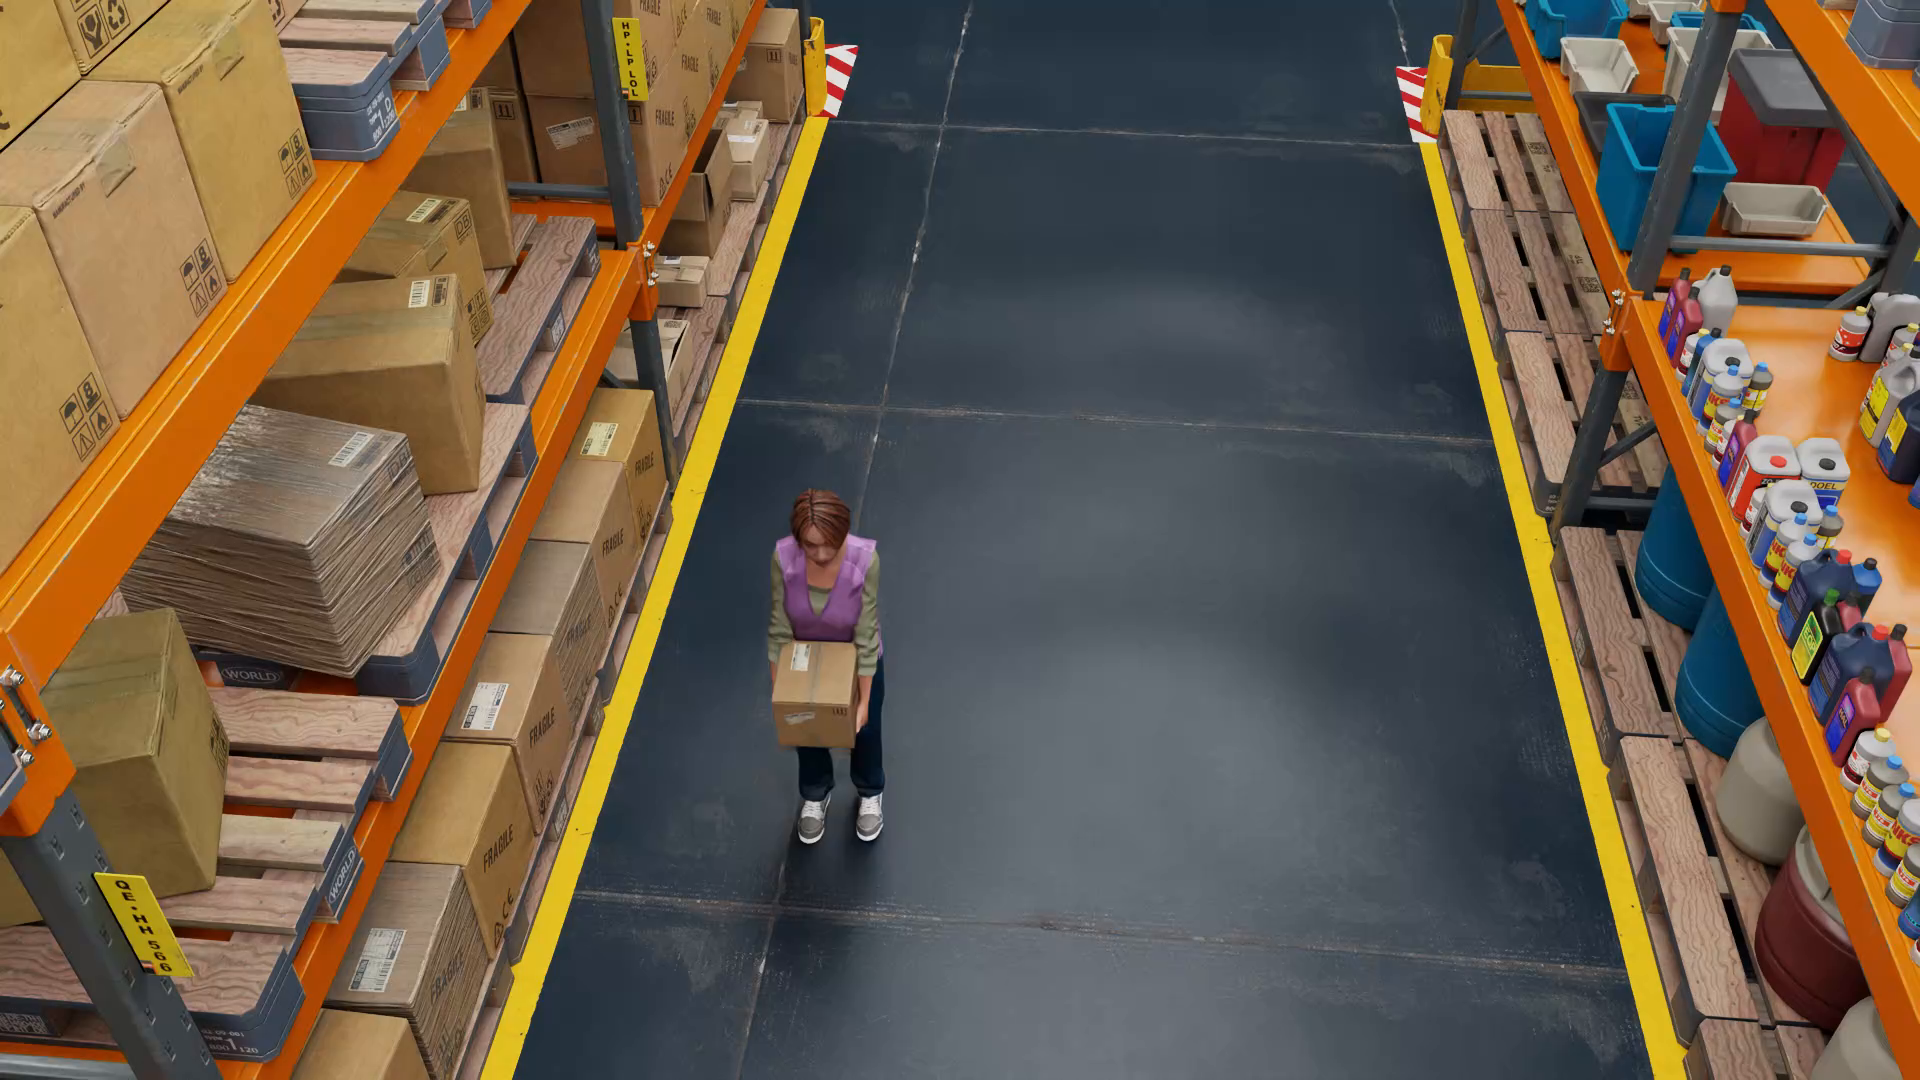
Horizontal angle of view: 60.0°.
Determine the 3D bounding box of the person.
[{"bbox_3d":[-0.439,0.515,5.765,0.373,1.342,0.386,3,41,3],"label":"person"}]
